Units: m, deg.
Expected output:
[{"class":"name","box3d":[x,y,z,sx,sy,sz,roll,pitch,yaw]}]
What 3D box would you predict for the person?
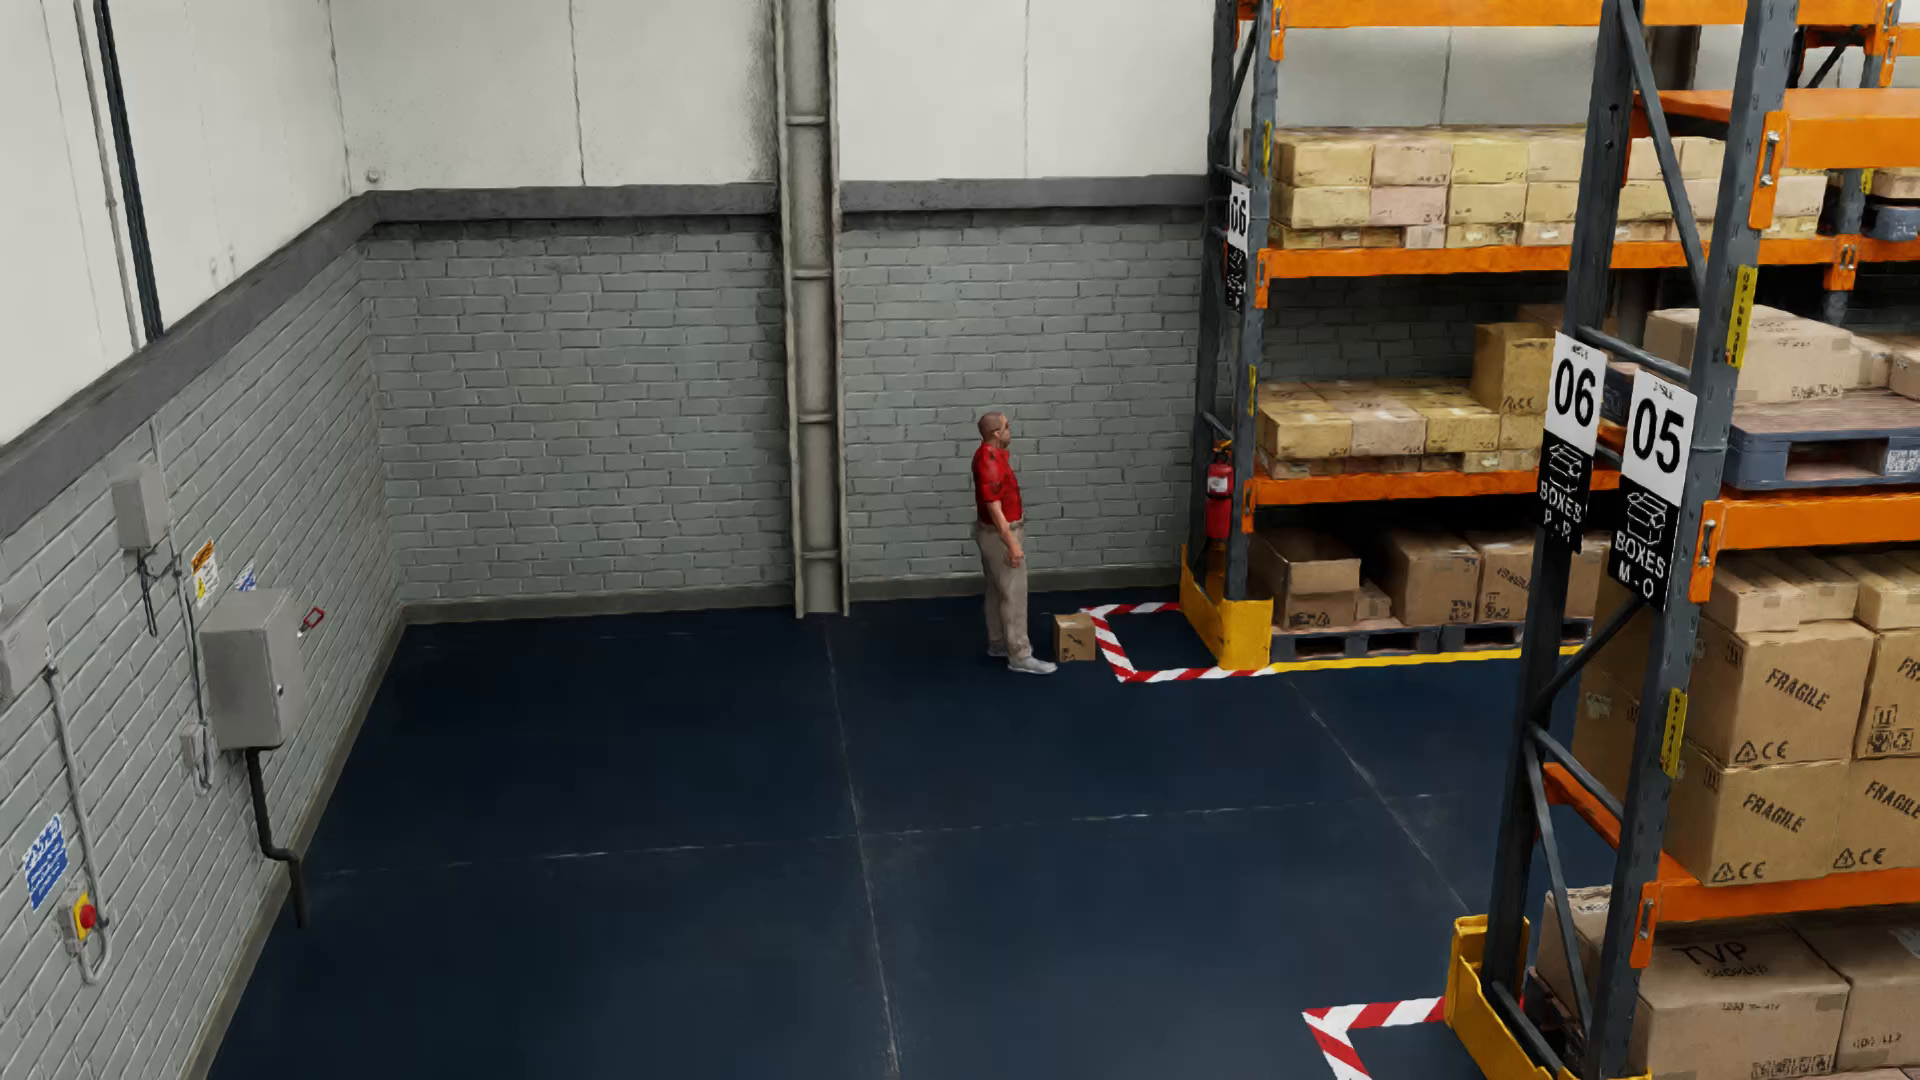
[{"class":"person","box3d":[0.353,-0.008,11.097,0.526,1.729,0.644,-3,20,-7]}]
